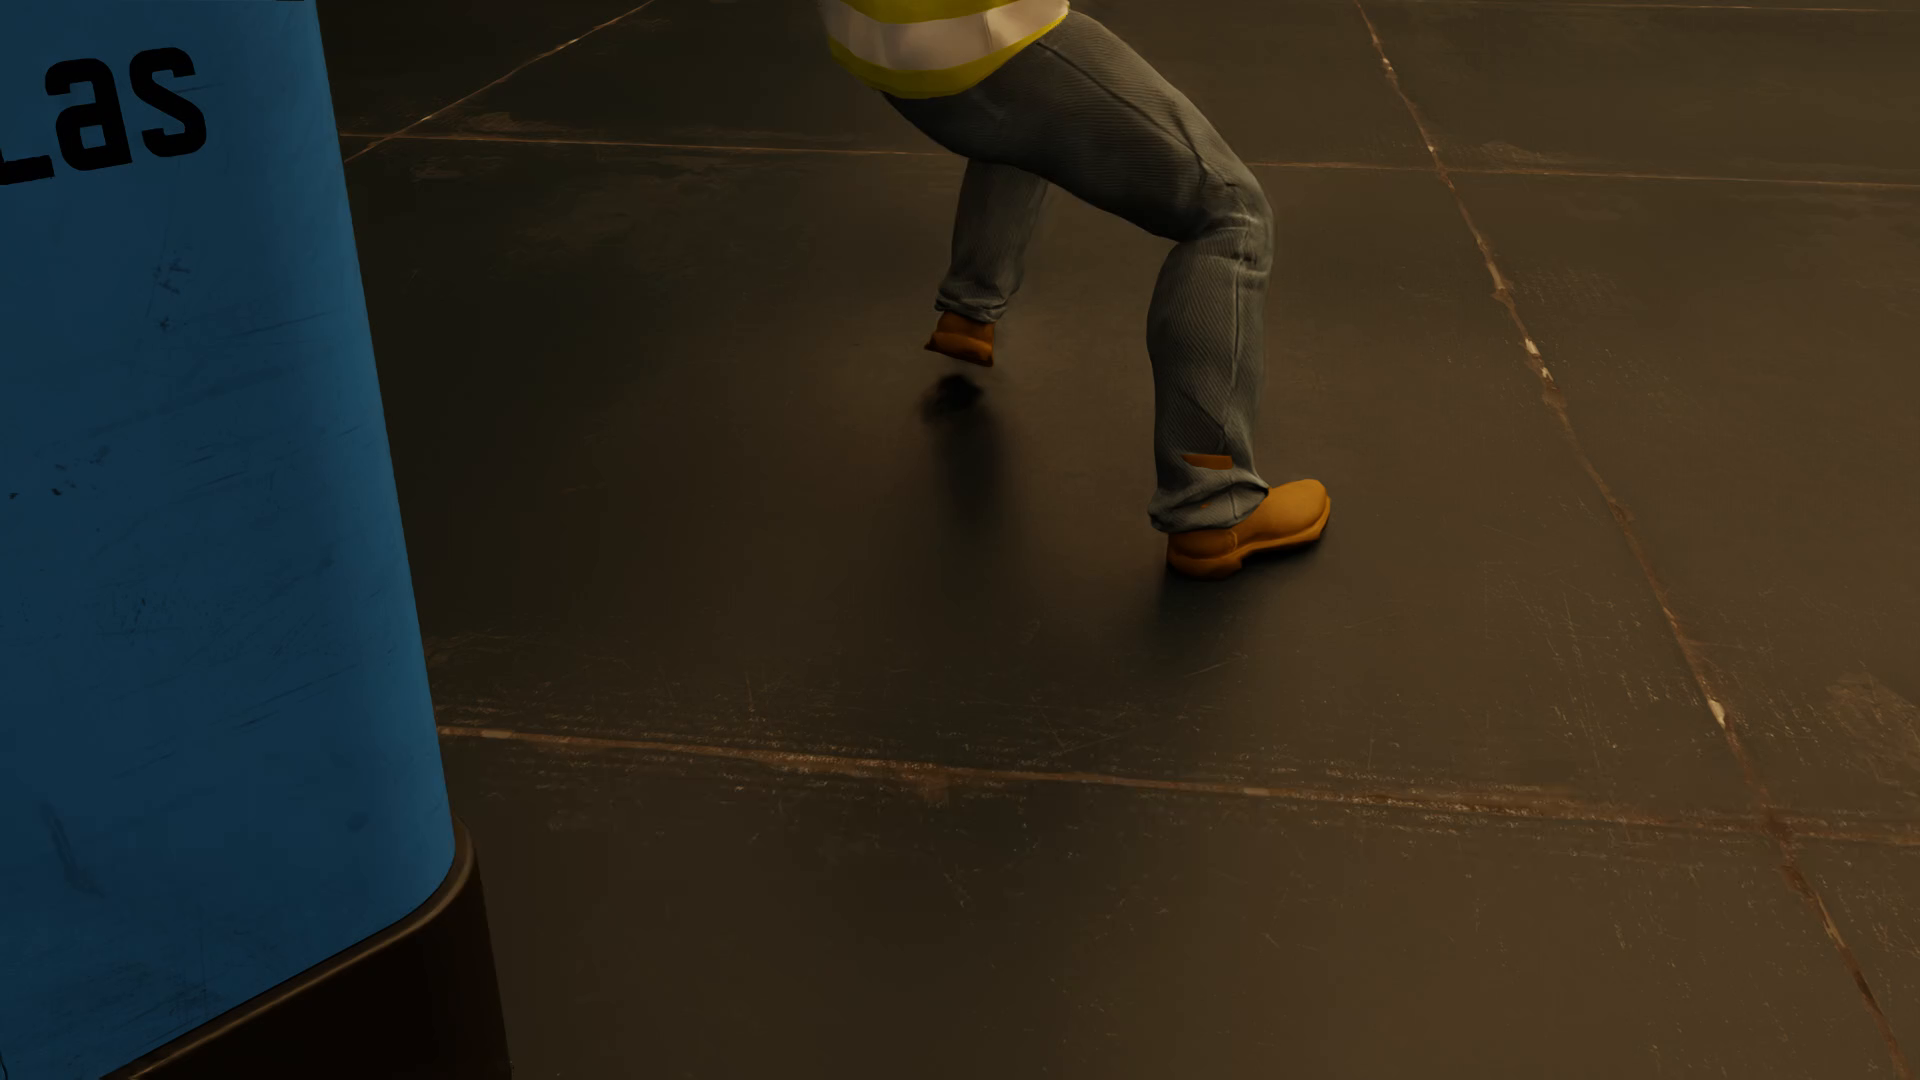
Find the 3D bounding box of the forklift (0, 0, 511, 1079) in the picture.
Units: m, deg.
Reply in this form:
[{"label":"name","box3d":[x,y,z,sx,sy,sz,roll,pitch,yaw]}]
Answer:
[{"label":"forklift","box3d":[-1.752,-0.444,0.106,1.130,2.935,3.031,23,34,38]}]

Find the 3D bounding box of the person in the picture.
[{"label":"person","box3d":[0.184,-0.842,2.473,0.786,1.539,1.026,-12,29,-23]}]
